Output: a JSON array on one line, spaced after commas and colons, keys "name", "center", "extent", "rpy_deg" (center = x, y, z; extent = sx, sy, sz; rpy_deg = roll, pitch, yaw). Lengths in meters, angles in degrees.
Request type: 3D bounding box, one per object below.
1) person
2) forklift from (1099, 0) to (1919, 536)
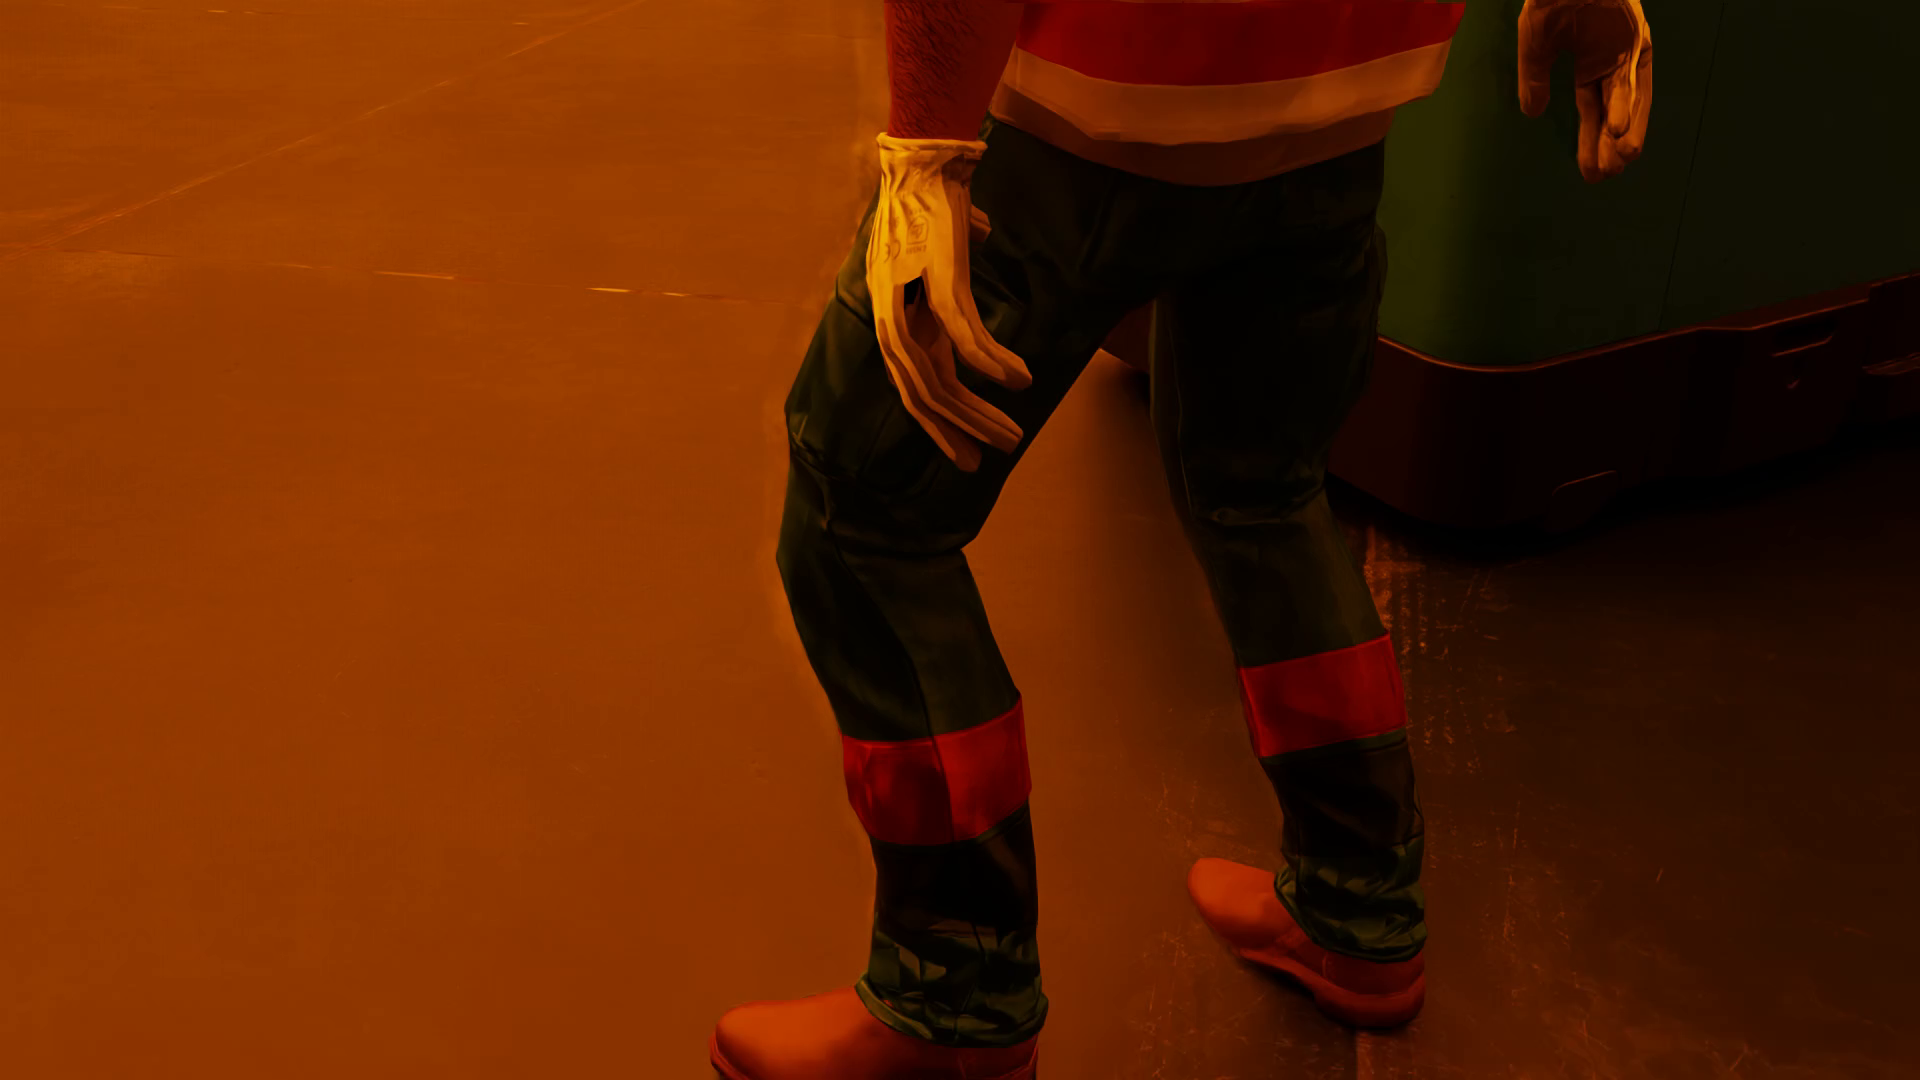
[{"name": "person", "center": [0.182, -0.348, 1.301], "extent": [0.887, 1.750, 0.464], "rpy_deg": [-17, 31, -30]}, {"name": "forklift", "center": [1.755, -1.784, 2.782], "extent": [3.031, 2.935, 1.130], "rpy_deg": [-14, 30, -26]}]
